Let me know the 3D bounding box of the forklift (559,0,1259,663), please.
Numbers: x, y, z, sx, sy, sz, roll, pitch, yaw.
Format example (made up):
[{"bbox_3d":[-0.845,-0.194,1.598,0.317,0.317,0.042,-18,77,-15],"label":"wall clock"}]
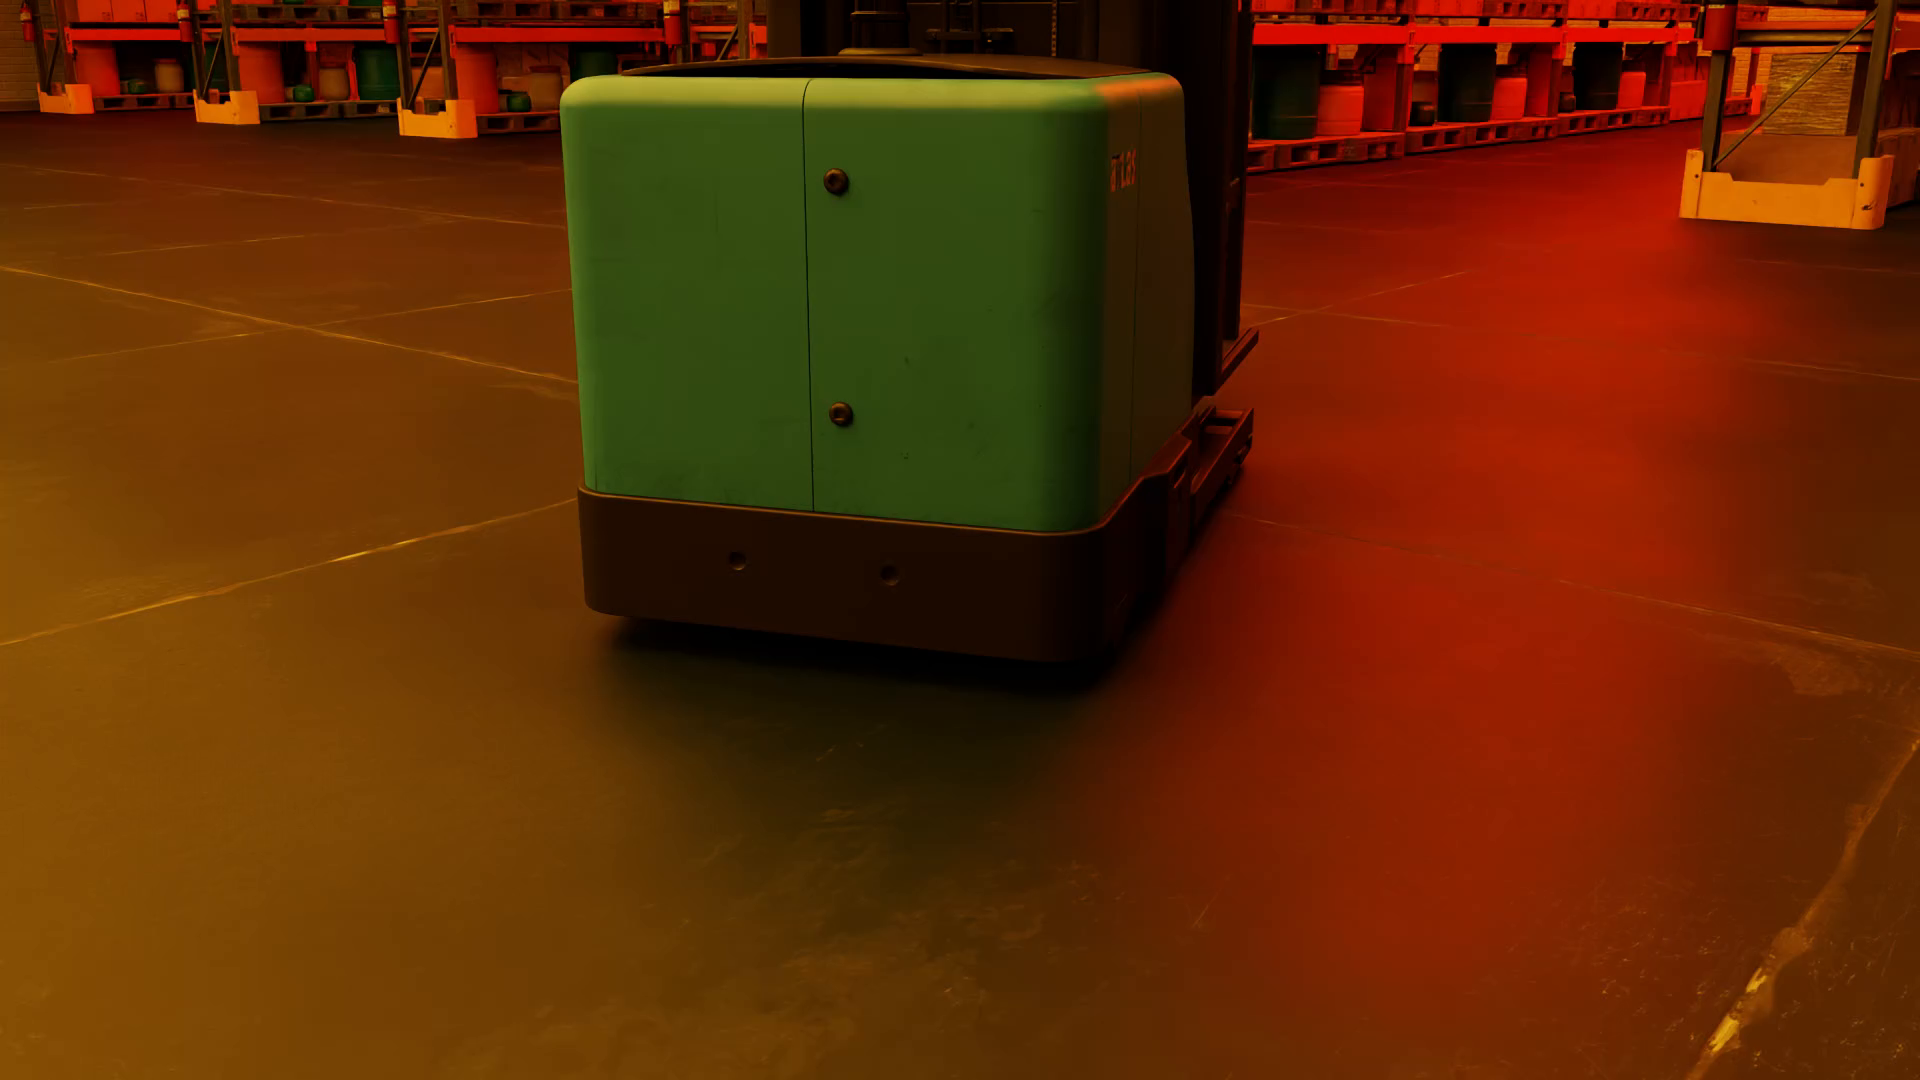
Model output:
[{"bbox_3d":[0.182,-1.571,4.072,1.130,2.935,3.031,5,18,17],"label":"forklift"}]
